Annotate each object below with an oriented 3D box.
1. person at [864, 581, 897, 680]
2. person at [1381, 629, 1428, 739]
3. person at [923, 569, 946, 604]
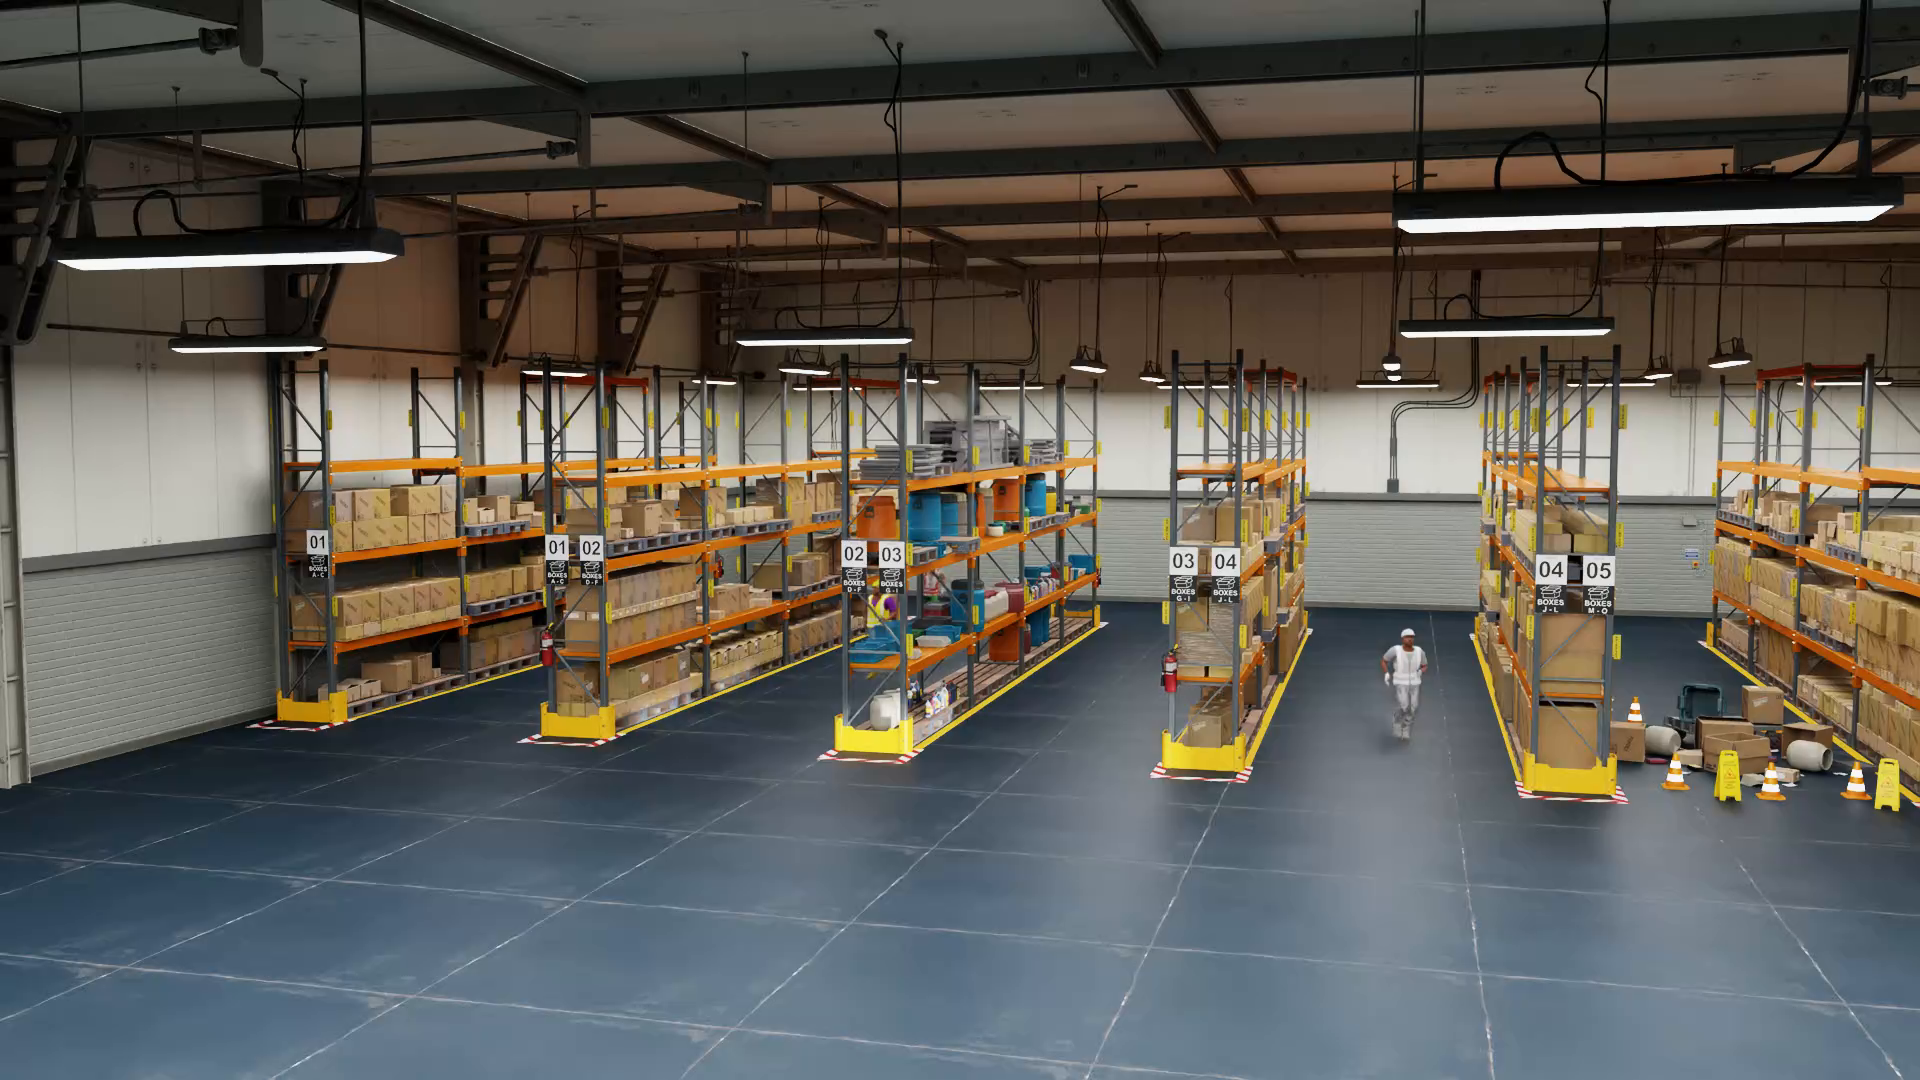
[{"bbox_3d":[-1.490,1.638,30.599,0.708,1.795,0.859,1,4,18],"label":"person"},{"bbox_3d":[6.961,2.254,25.876,0.665,1.738,0.625,0,4,-4],"label":"person"},{"bbox_3d":[-0.671,1.316,39.056,0.659,1.771,1.138,1,4,9],"label":"person"}]
